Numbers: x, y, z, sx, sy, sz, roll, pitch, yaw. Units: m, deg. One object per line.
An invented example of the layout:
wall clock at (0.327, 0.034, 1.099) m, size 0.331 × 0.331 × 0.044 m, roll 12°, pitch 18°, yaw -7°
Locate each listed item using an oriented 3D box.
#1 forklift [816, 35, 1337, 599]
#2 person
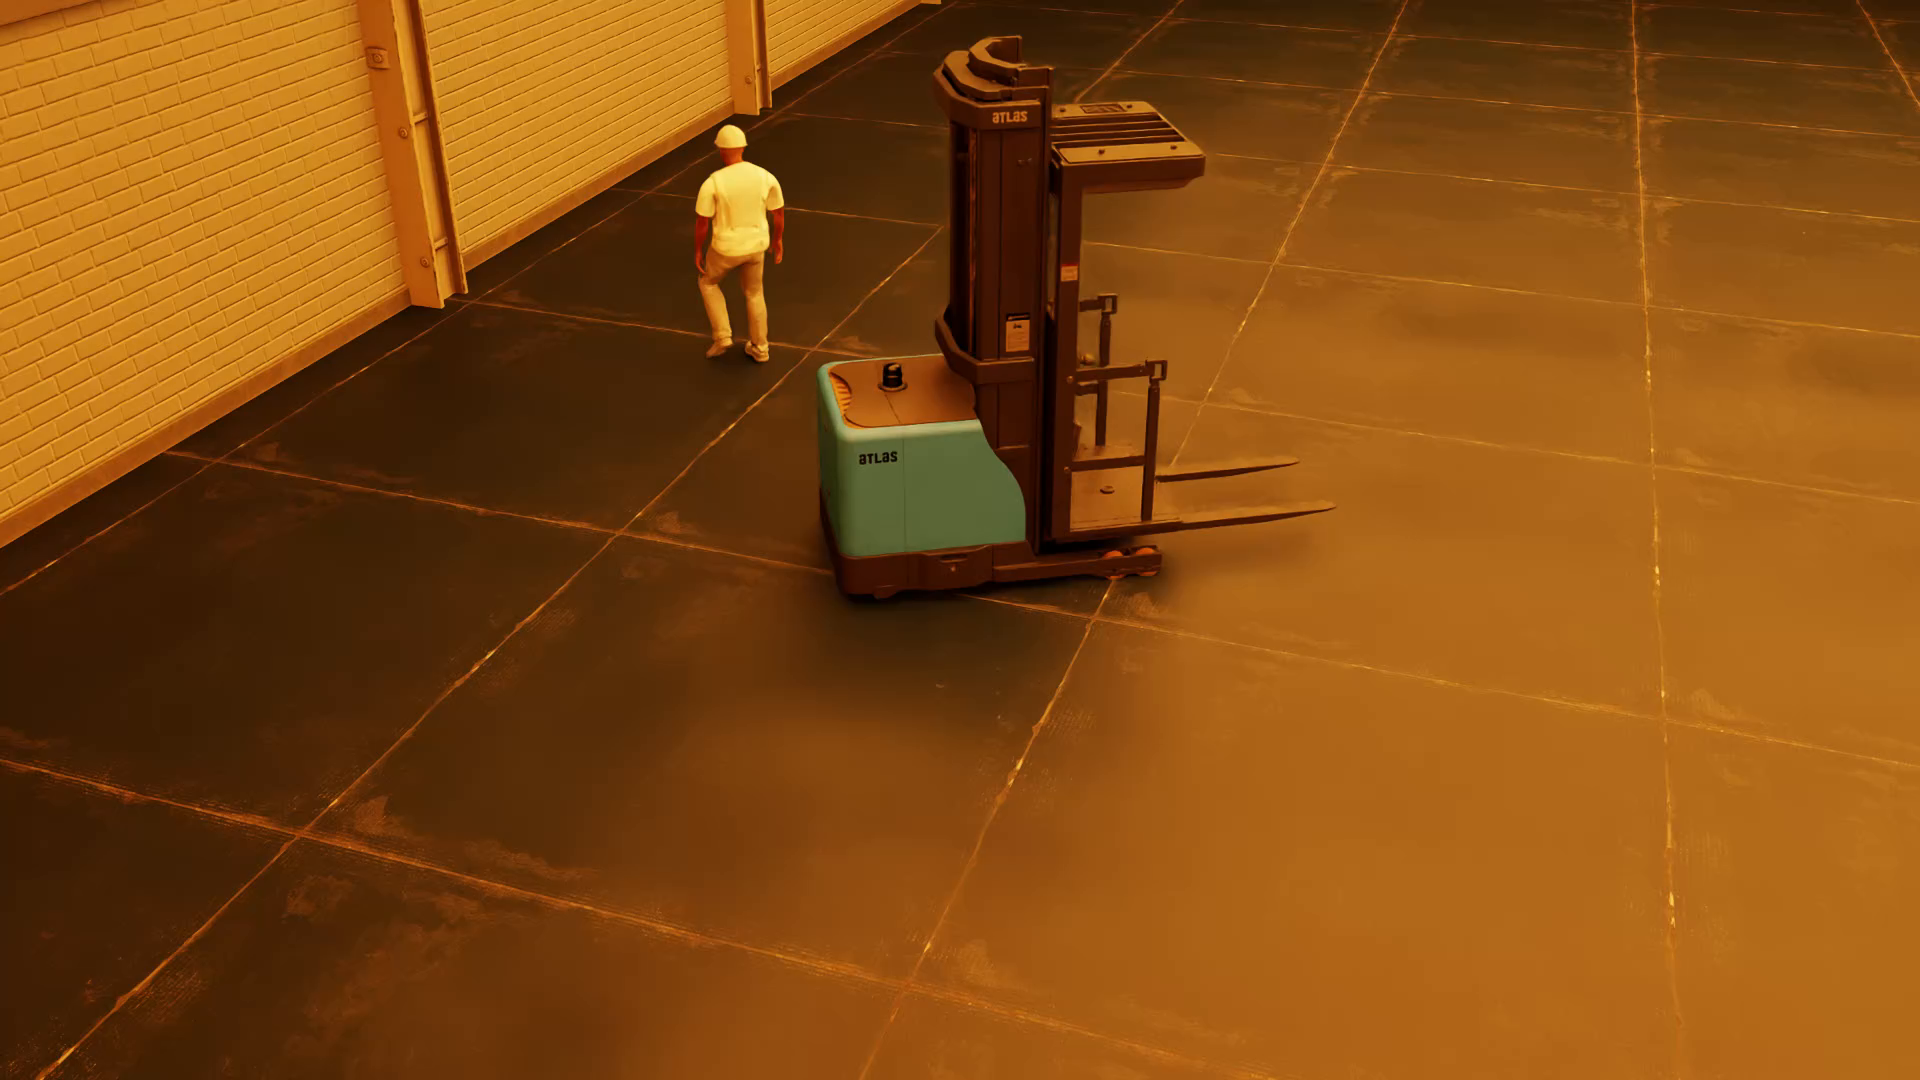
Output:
forklift at (0.716, -1.292, 9.403) m, size 3.031 × 2.935 × 1.130 m, roll -6°, pitch 30°, yaw -10°
person at (-1.638, -2.155, 12.135) m, size 0.687 × 1.765 × 0.483 m, roll -16°, pitch 33°, yaw -25°
